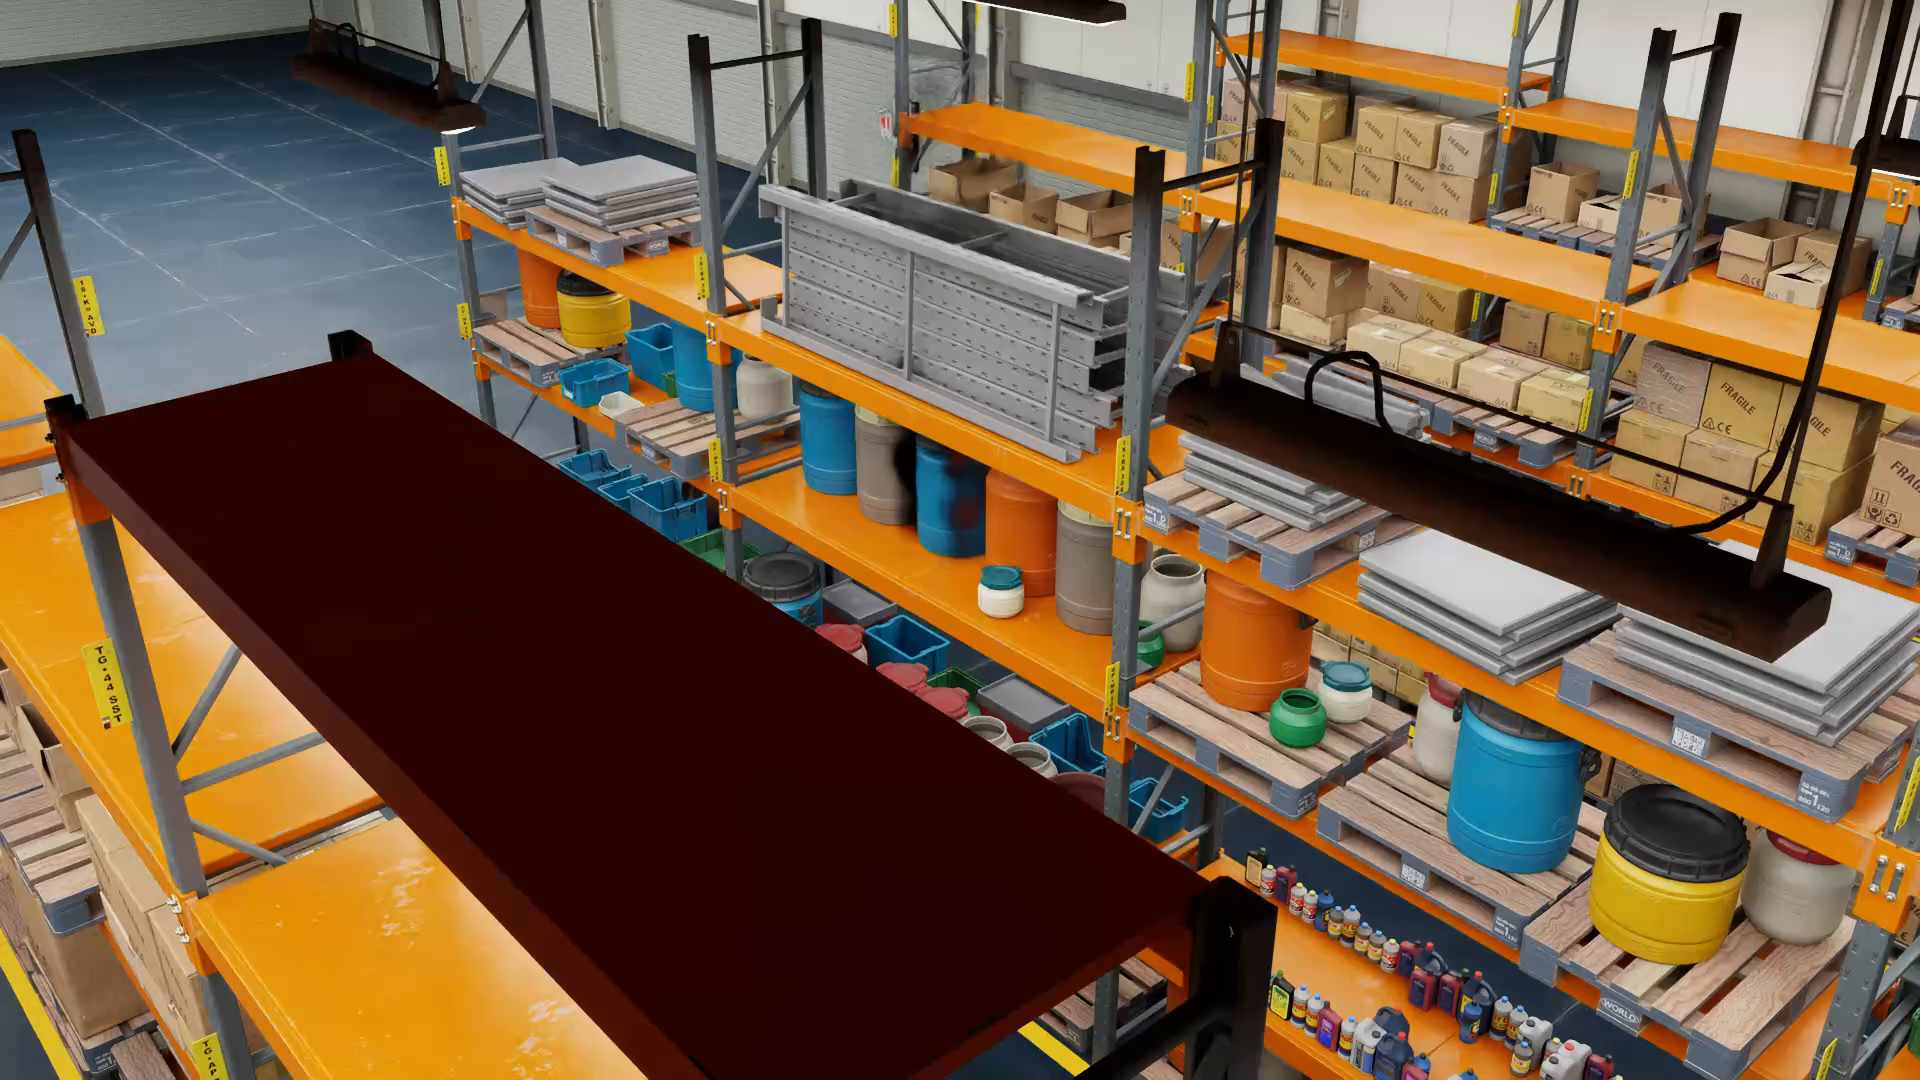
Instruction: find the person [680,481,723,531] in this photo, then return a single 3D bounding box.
[{"bbox_3d":[-2.456,-0.380,16.430,0.738,1.743,0.702,-20,33,-34],"label":"person"}]
